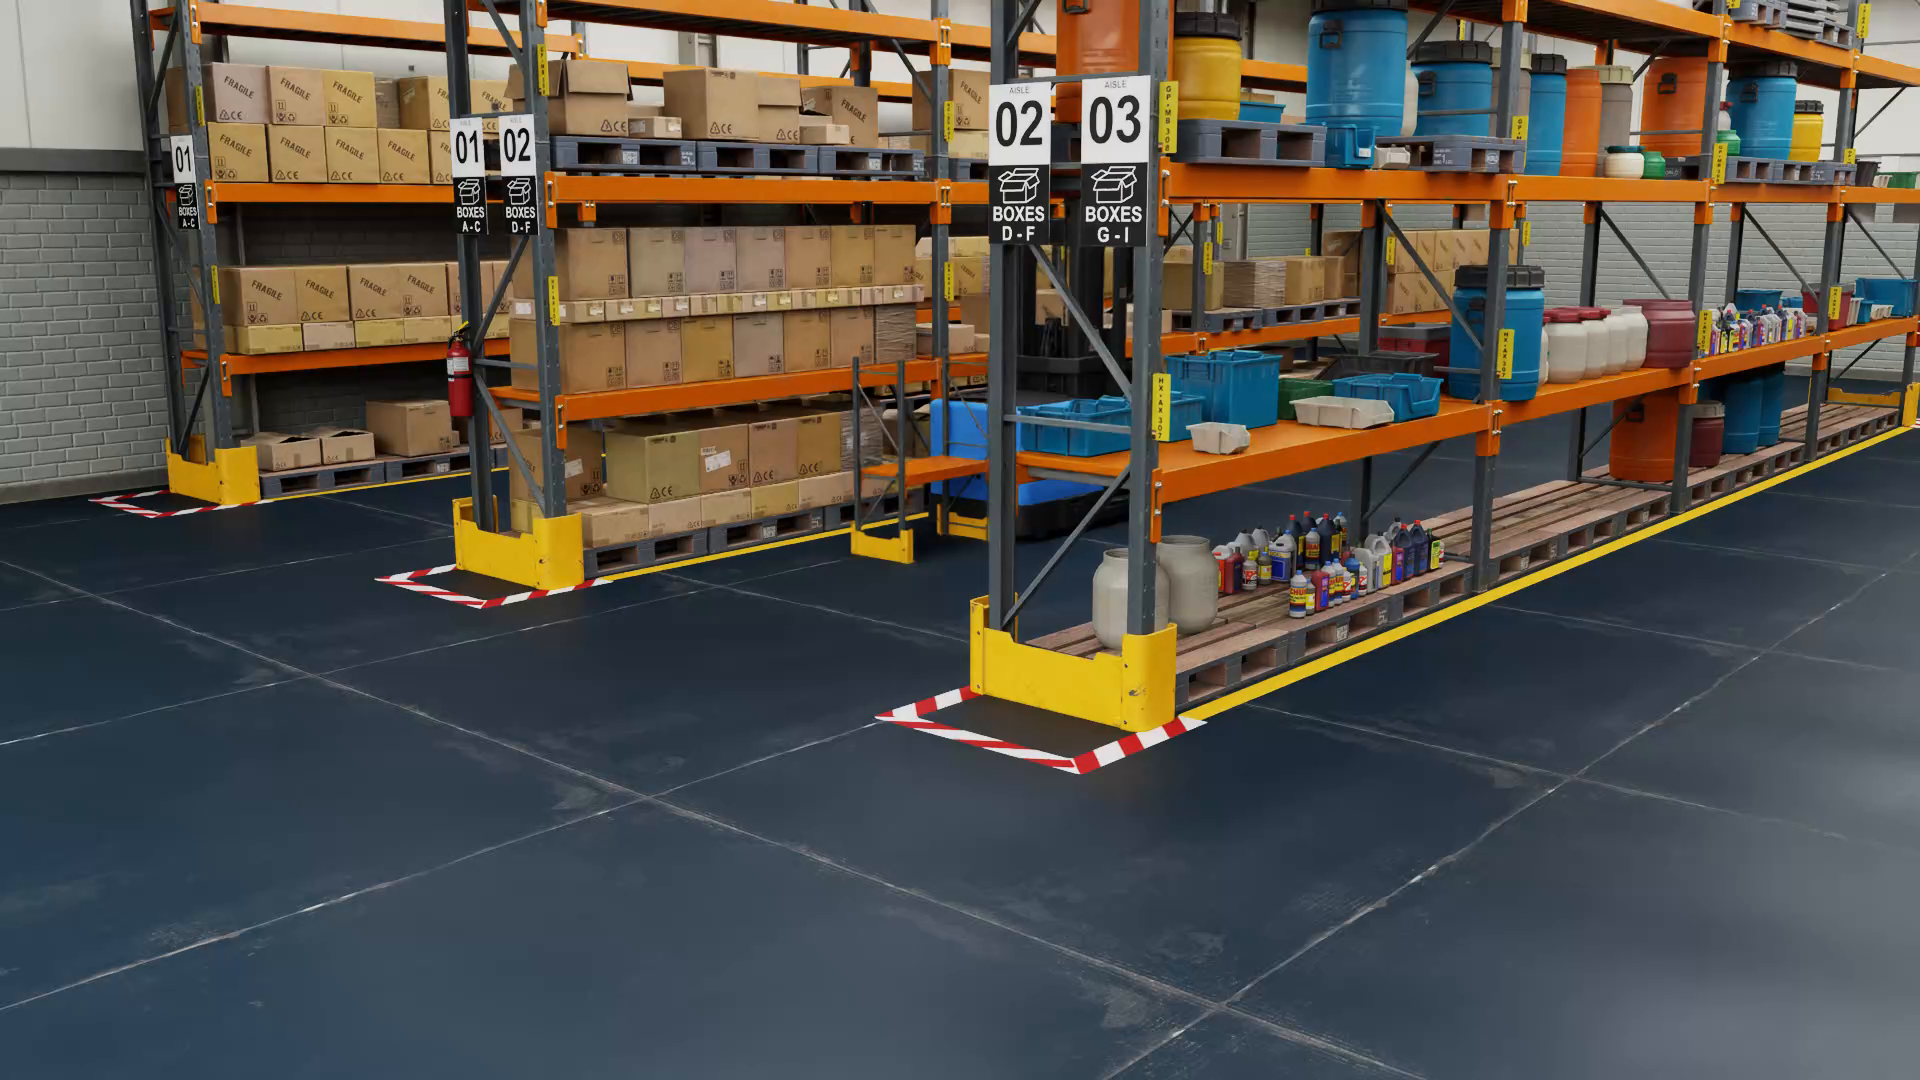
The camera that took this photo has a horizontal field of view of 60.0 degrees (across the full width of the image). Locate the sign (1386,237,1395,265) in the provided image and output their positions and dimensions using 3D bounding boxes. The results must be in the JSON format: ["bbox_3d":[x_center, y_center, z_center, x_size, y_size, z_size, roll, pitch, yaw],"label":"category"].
[{"bbox_3d":[5.189,-3.484,20.042,0.100,0.325,0.005,10,15,40],"label":"sign"}]

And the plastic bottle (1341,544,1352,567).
[{"bbox_3d":[2.468,0.164,10.544,0.061,0.283,0.133,10,15,40],"label":"plastic bottle"}]

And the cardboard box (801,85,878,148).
[{"bbox_3d":[-1.042,-3.565,14.060,0.500,0.500,0.500,-11,15,-43],"label":"cardboard box"}]

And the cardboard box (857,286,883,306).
[{"bbox_3d":[-0.865,-2.035,13.831,0.380,0.149,0.250,9,15,39],"label":"cardboard box"}]

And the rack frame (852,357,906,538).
[{"bbox_3d":[-0.602,-0.597,12.372,0.500,1.500,0.032,9,15,40],"label":"rack frame"}]

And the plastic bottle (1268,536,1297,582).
[{"bbox_3d":[2.085,0.121,10.778,0.152,0.276,0.135,10,15,40],"label":"plastic bottle"}]

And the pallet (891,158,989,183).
[{"bbox_3d":[0.061,-3.319,15.002,0.805,0.209,1.217,9,14,38],"label":"pallet"}]

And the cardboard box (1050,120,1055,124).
[{"bbox_3d":[1.332,-5.781,23.978,0.500,0.500,0.500,10,15,40],"label":"cardboard box"}]

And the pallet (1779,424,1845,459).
[{"bbox_3d":[8.944,-1.093,18.143,1.003,0.211,1.213,10,15,40],"label":"pallet"}]

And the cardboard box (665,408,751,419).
[{"bbox_3d":[-2.041,-0.787,13.529,0.500,0.500,0.500,10,15,40],"label":"cardboard box"}]

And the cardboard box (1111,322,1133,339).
[{"bbox_3d":[1.743,-2.108,16.749,0.380,0.149,0.250,10,15,40],"label":"cardboard box"}]

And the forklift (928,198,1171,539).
[{"bbox_3d":[1.080,-1.681,14.144,1.130,2.935,3.031,9,15,40],"label":"forklift"}]

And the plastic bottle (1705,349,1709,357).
[{"bbox_3d":[6.538,-1.711,14.625,0.097,0.201,0.097,0,11,0],"label":"plastic bottle"}]

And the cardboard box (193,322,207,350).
[{"bbox_3d":[-6.712,-1.892,15.359,0.500,0.250,0.500,10,15,41],"label":"cardboard box"}]

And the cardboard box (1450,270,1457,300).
[{"bbox_3d":[6.313,-3.301,21.823,0.500,0.500,0.500,9,15,40],"label":"cardboard box"}]

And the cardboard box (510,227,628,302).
[{"bbox_3d":[-2.799,-1.982,11.910,0.700,0.500,0.500,10,15,41],"label":"cardboard box"}]

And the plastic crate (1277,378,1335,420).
[{"bbox_3d":[2.099,-0.903,10.613,0.450,0.188,0.662,10,15,40],"label":"plastic crate"}]

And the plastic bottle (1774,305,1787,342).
[{"bbox_3d":[8.005,-2.118,16.283,0.144,0.351,0.185,10,15,40],"label":"plastic bottle"}]

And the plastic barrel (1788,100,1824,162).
[{"bbox_3d":[8.038,-3.956,16.146,0.600,0.588,0.600,0,11,0],"label":"plastic barrel"}]

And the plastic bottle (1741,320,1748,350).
[{"bbox_3d":[7.236,-1.901,15.397,0.097,0.271,0.097,0,11,0],"label":"plastic bottle"}]

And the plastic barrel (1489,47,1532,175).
[{"bbox_3d":[3.812,-3.086,12.064,0.600,0.901,0.600,0,11,0],"label":"plastic barrel"}]

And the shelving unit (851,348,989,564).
[{"bbox_3d":[-0.266,-0.674,12.758,0.587,1.500,1.083,9,15,40],"label":"shelving unit"}]

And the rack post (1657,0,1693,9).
[{"bbox_3d":[4.443,-4.511,12.309,1.013,1.000,3.121,10,15,40],"label":"rack post"}]

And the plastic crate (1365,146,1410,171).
[{"bbox_3d":[2.451,-2.223,9.698,0.243,0.136,0.396,10,15,40],"label":"plastic crate"}]

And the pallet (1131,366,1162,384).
[{"bbox_3d":[2.412,-2.542,25.401,1.003,0.211,1.213,10,15,40],"label":"pallet"}]

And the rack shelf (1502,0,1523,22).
[{"bbox_3d":[1.887,-3.269,9.459,1.077,0.370,4.000,10,15,40],"label":"rack shelf"}]

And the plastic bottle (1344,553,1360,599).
[{"bbox_3d":[2.424,0.219,10.297,0.097,0.271,0.097,0,11,0],"label":"plastic bottle"}]

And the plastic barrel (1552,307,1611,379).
[{"bbox_3d":[4.773,-1.520,12.819,0.433,0.535,0.433,0,11,0],"label":"plastic barrel"}]

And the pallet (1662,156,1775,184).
[{"bbox_3d":[6.426,-3.237,14.581,1.003,0.211,1.213,10,15,40],"label":"pallet"}]

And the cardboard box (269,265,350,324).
[{"bbox_3d":[-6.000,-2.269,15.330,0.500,0.500,0.500,10,15,41],"label":"cardboard box"}]

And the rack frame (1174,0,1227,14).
[{"bbox_3d":[3.687,-7.158,26.075,1.000,3.000,0.127,10,15,40],"label":"rack frame"}]

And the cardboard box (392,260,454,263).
[{"bbox_3d":[-5.379,-2.564,16.809,0.500,0.500,0.500,10,15,42],"label":"cardboard box"}]

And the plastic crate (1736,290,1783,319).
[{"bbox_3d":[8.540,-2.481,17.863,0.392,0.384,0.575,10,15,40],"label":"plastic crate"}]

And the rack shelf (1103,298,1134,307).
[{"bbox_3d":[2.367,-3.569,25.260,1.077,0.370,4.000,10,15,40],"label":"rack shelf"}]

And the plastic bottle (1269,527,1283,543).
[{"bbox_3d":[2.098,0.058,11.073,0.061,0.283,0.133,11,15,43],"label":"plastic bottle"}]

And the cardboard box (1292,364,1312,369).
[{"bbox_3d":[3.924,-1.858,20.115,0.500,0.500,0.500,10,15,41],"label":"cardboard box"}]

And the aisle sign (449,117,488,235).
[{"bbox_3d":[-3.415,-2.525,11.560,0.394,0.787,0.004,10,15,40],"label":"aisle sign"}]

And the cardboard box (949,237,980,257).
[{"bbox_3d":[-0.087,-3.874,21.970,0.500,0.250,0.500,9,15,39],"label":"cardboard box"}]

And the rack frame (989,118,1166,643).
[{"bbox_3d":[0.567,-0.581,8.463,1.000,3.000,0.127,10,15,40],"label":"rack frame"}]

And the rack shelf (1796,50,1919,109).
[{"bbox_3d":[9.808,-5.034,18.298,1.077,0.370,4.000,10,15,40],"label":"rack shelf"}]

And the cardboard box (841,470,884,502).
[{"bbox_3d":[-0.990,-0.500,14.002,0.500,0.250,0.500,10,15,40],"label":"cardboard box"}]

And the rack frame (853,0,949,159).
[{"bbox_3d":[-0.511,-4.753,14.031,1.000,3.000,0.127,10,15,40],"label":"rack frame"}]

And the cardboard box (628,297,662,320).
[{"bbox_3d":[-2.393,-1.695,12.128,0.380,0.149,0.250,10,15,41],"label":"cardboard box"}]

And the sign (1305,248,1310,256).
[{"bbox_3d":[4.357,-3.481,20.773,0.100,0.325,0.005,10,15,40],"label":"sign"}]

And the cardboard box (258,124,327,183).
[{"bbox_3d":[-6.085,-3.483,15.028,0.500,0.500,0.500,-11,16,-44],"label":"cardboard box"}]

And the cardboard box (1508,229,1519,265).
[{"bbox_3d":[7.323,-4.015,22.845,0.500,0.500,0.500,10,15,40],"label":"cardboard box"}]

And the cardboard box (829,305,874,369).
[{"bbox_3d":[-1.143,-1.715,13.886,0.700,0.500,0.500,10,15,40],"label":"cardboard box"}]

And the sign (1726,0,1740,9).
[{"bbox_3d":[6.266,-4.472,13.449,0.100,0.325,0.005,10,15,40],"label":"sign"}]

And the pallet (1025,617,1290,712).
[{"bbox_3d":[1.122,0.650,9.418,1.003,0.211,1.213,10,15,40],"label":"pallet"}]

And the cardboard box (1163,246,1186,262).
[{"bbox_3d":[2.886,-4.179,25.708,0.980,0.700,0.700,10,15,40],"label":"cardboard box"}]

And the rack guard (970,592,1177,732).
[{"bbox_3d":[0.582,0.627,8.795,1.175,0.500,0.348,10,15,40],"label":"rack guard"}]

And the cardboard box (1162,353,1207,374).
[{"bbox_3d":[2.604,-1.934,18.579,0.500,0.250,0.500,11,15,42],"label":"cardboard box"}]
